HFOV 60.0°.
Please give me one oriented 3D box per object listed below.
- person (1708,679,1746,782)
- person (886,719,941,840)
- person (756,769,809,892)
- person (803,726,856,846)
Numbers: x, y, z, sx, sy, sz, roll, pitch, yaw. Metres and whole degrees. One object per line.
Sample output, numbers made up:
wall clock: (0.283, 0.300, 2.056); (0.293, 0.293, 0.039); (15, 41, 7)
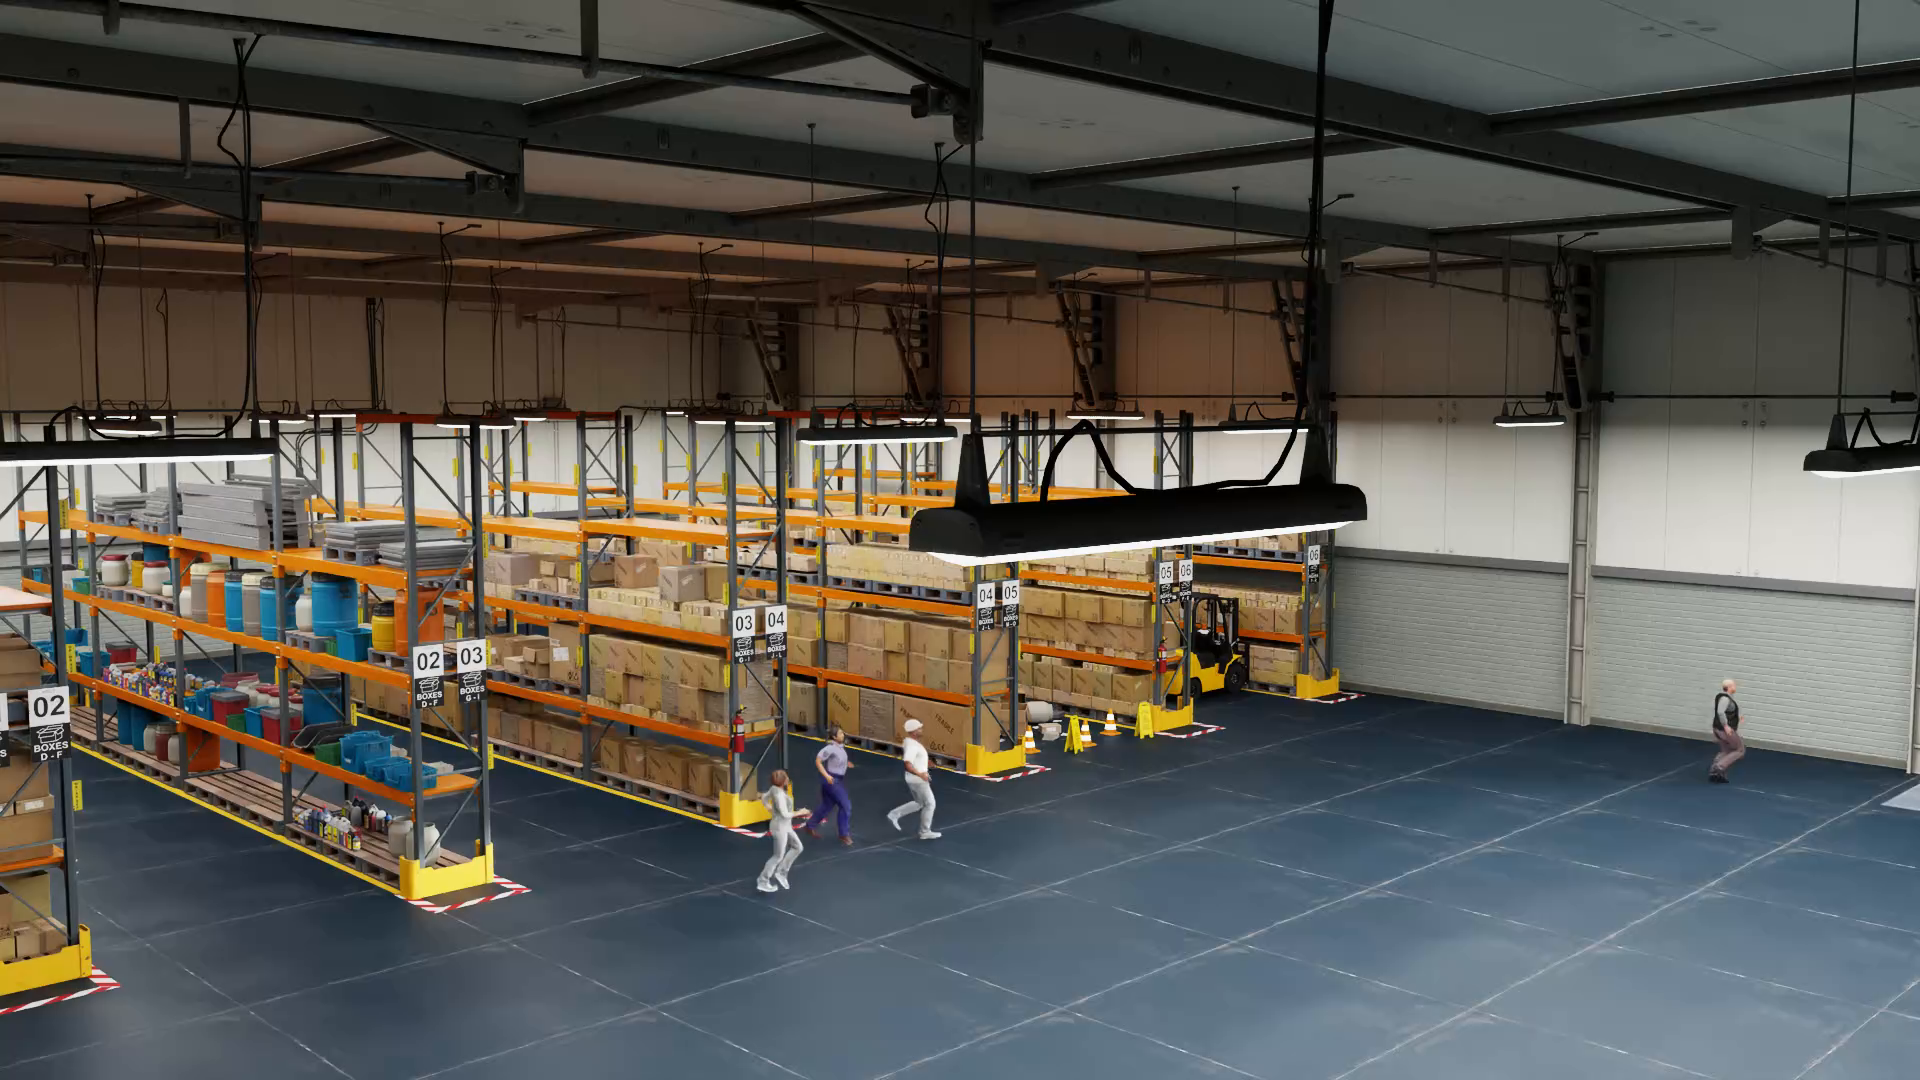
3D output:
person: (12.593, 3.119, 27.231); (0.601, 1.688, 0.667); (1, 5, 7)
person: (-0.654, 3.412, 23.700); (0.779, 1.730, 0.710); (-1, 5, -8)
person: (-2.256, 3.692, 21.159); (0.678, 1.589, 0.512); (-1, 5, -7)
person: (-1.851, 3.485, 23.562); (0.775, 1.693, 0.600); (0, 5, 0)
